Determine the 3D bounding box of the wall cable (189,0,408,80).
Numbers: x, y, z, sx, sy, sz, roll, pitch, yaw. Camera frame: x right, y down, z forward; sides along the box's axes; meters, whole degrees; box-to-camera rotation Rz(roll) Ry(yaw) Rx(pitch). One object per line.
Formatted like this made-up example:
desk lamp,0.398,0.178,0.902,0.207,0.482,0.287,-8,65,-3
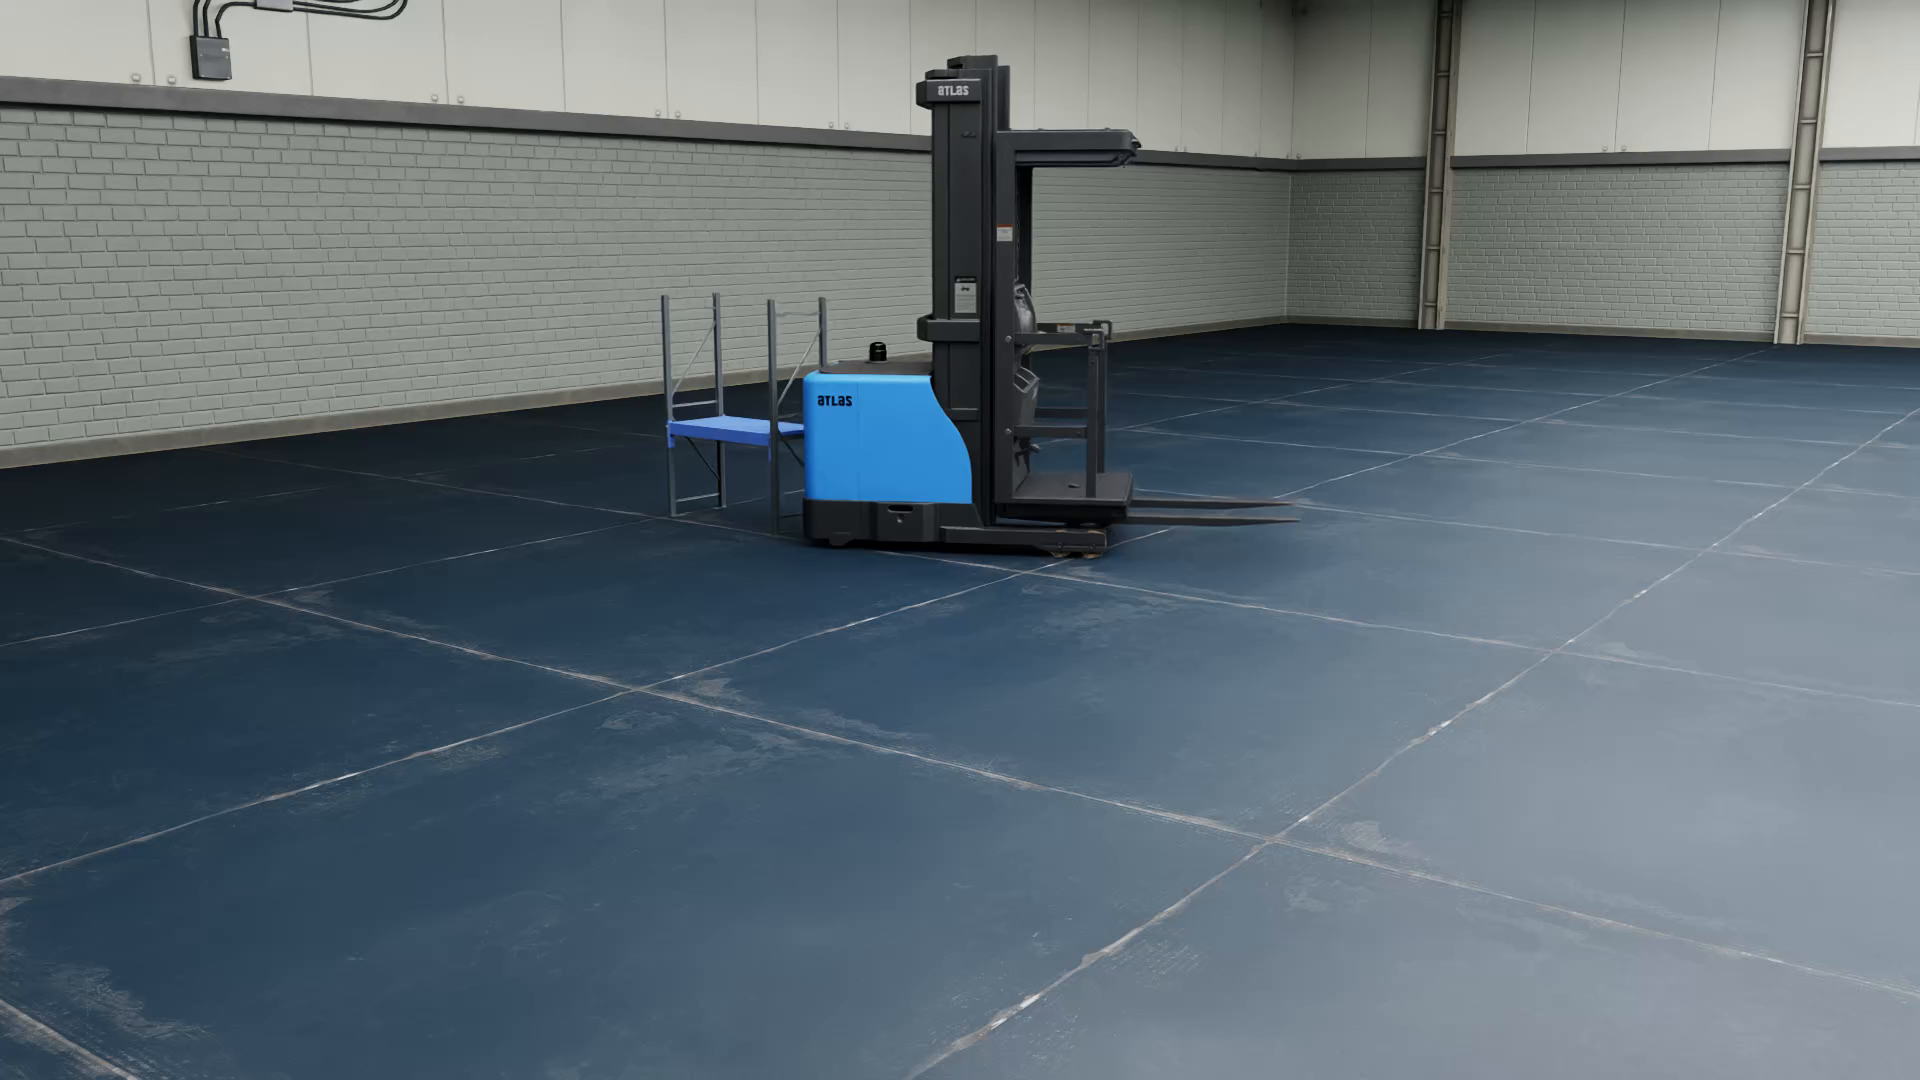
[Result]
wall cable,-5.933,-7.134,14.759,0.169,6.003,2.305,8,13,36

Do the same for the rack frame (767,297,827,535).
rack frame,-1.038,-0.805,10.745,0.032,1.500,0.500,9,14,39

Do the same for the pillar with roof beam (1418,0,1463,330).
pillar with roof beam,6.124,-7.642,26.341,0.400,9.000,9.100,8,13,36

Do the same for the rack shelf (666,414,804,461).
rack shelf,-1.429,-0.691,11.099,1.000,0.185,0.538,9,14,39

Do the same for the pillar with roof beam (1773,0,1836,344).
pillar with roof beam,10.960,-6.968,22.854,0.400,9.000,9.100,8,13,36

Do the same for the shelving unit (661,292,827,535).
shelving unit,-1.429,-0.867,11.064,1.048,1.500,0.538,9,14,39

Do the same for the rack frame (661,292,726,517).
rack frame,-1.819,-0.929,11.384,0.032,1.500,0.500,9,14,39

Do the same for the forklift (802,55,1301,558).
forklift,0.588,-1.439,10.249,3.031,2.935,1.130,2,11,8
